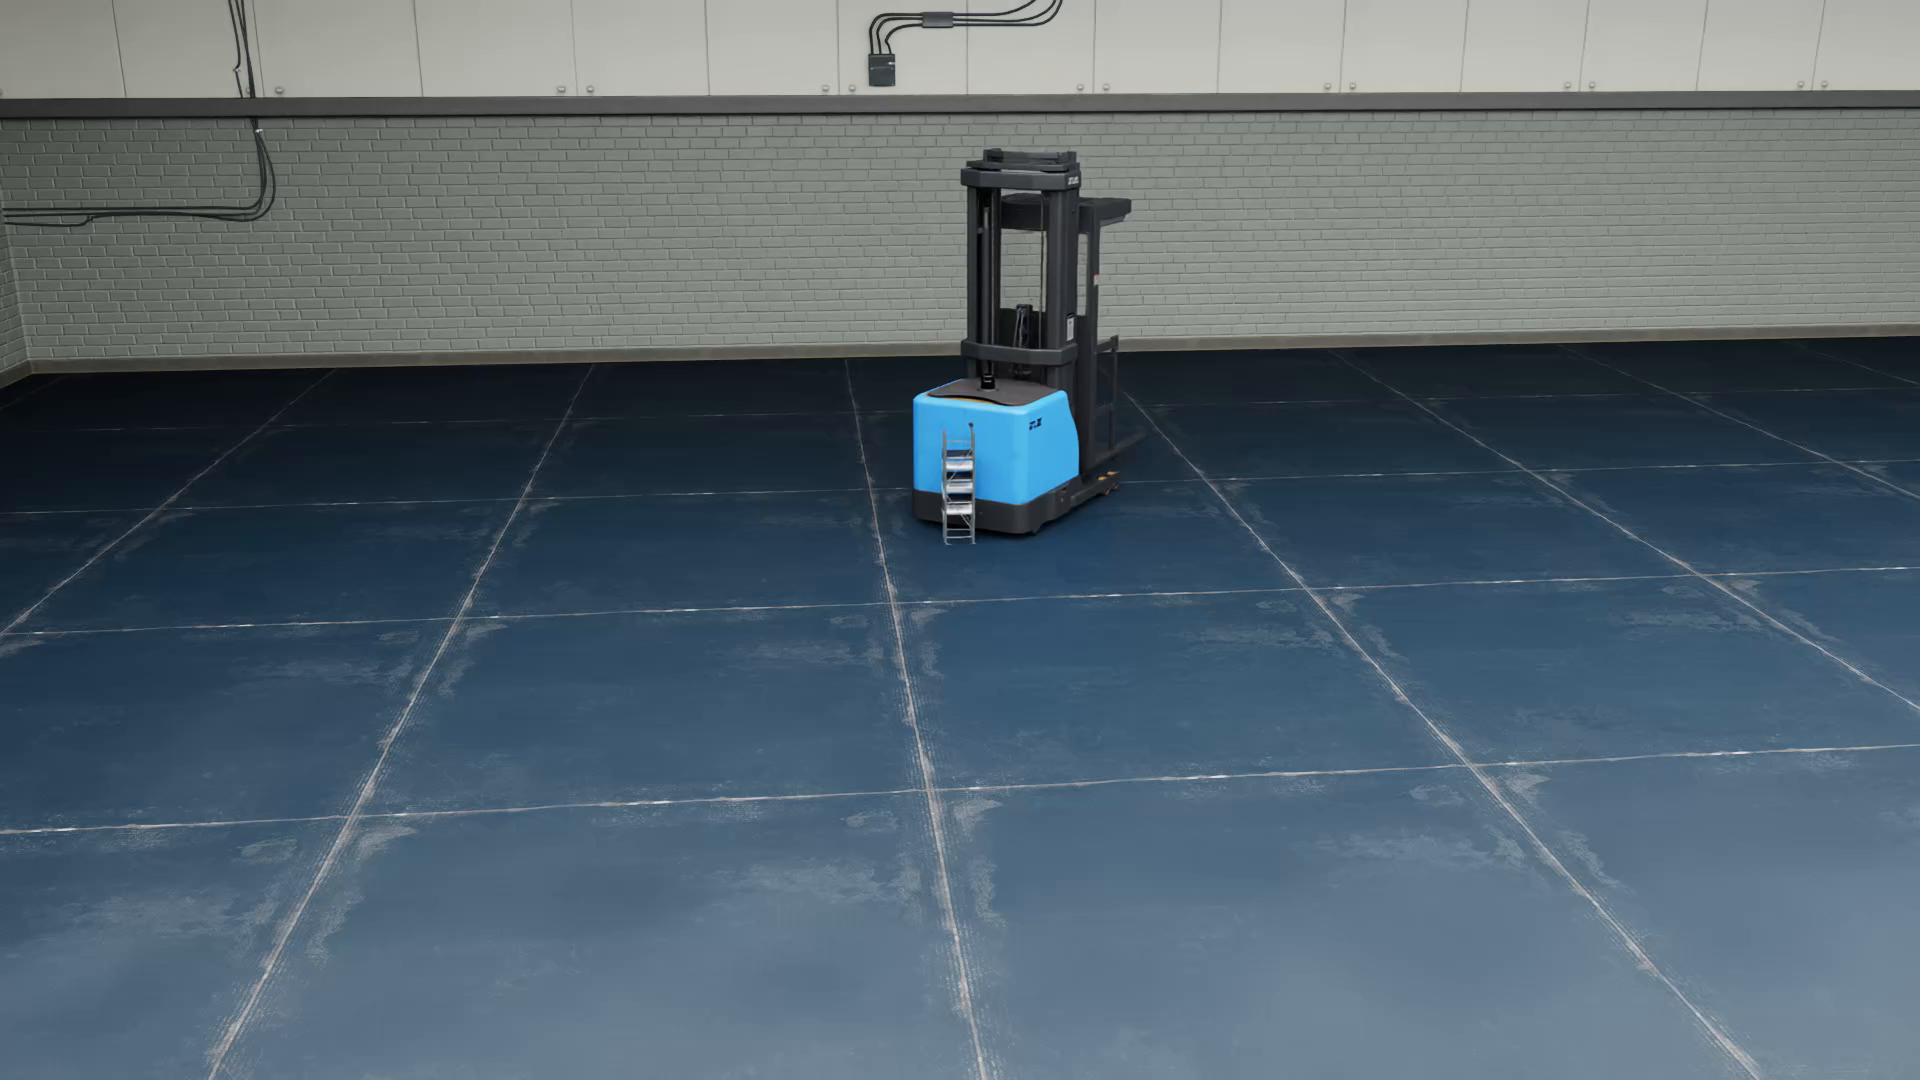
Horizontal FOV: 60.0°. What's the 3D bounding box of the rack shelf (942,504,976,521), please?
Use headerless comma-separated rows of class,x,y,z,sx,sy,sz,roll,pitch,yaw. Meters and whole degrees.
rack shelf,-0.011,-0.219,13.084,0.258,0.077,0.200,-1,17,-3

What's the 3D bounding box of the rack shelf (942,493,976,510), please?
rack shelf,-0.011,-0.305,13.057,0.258,0.077,0.200,-1,17,-3

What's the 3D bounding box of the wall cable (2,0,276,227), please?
wall cable,-9.353,-4.783,18.574,3.097,2.526,0.112,-2,18,-6

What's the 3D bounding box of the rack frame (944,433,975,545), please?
rack frame,-0.006,-0.392,12.923,0.240,0.900,0.006,-1,17,-3

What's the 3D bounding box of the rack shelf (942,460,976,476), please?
rack shelf,-0.011,-0.562,12.976,0.258,0.077,0.200,-1,17,-3

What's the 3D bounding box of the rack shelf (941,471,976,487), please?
rack shelf,-0.011,-0.476,13.003,0.258,0.077,0.200,-1,17,-3

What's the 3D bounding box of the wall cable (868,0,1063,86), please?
wall cable,0.091,-8.176,18.519,2.305,6.003,0.169,-2,18,-6

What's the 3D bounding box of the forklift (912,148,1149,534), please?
forklift,0.757,-1.839,14.143,1.130,2.935,3.031,9,20,27

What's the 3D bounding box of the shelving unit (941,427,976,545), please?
shelving unit,-0.011,-0.422,13.020,0.258,0.900,0.210,-1,17,-3

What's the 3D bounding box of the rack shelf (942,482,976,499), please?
rack shelf,-0.011,-0.391,13.030,0.258,0.077,0.200,-1,17,-3

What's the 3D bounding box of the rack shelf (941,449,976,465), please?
rack shelf,-0.011,-0.648,12.949,0.258,0.077,0.200,-1,17,-3

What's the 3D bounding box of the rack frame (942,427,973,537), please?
rack frame,-0.017,-0.453,13.117,0.240,0.900,0.006,-1,17,-3
